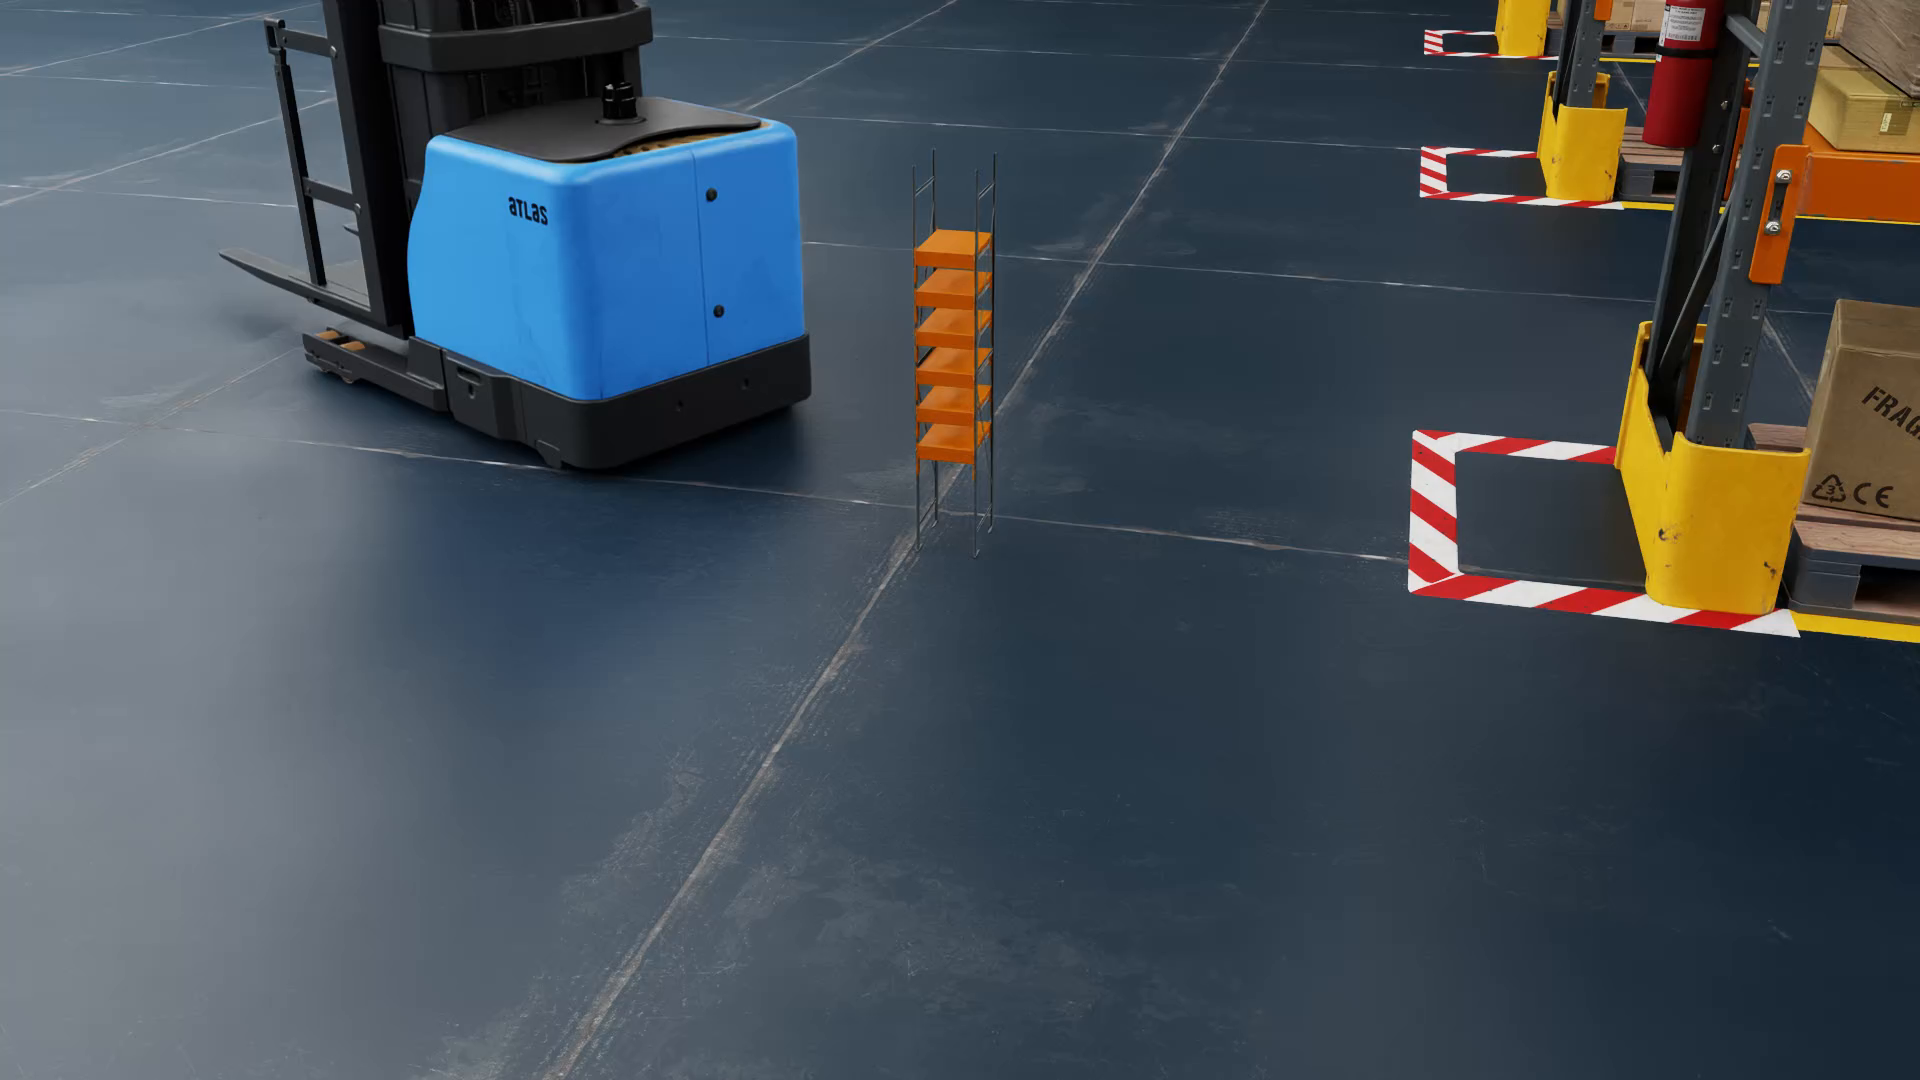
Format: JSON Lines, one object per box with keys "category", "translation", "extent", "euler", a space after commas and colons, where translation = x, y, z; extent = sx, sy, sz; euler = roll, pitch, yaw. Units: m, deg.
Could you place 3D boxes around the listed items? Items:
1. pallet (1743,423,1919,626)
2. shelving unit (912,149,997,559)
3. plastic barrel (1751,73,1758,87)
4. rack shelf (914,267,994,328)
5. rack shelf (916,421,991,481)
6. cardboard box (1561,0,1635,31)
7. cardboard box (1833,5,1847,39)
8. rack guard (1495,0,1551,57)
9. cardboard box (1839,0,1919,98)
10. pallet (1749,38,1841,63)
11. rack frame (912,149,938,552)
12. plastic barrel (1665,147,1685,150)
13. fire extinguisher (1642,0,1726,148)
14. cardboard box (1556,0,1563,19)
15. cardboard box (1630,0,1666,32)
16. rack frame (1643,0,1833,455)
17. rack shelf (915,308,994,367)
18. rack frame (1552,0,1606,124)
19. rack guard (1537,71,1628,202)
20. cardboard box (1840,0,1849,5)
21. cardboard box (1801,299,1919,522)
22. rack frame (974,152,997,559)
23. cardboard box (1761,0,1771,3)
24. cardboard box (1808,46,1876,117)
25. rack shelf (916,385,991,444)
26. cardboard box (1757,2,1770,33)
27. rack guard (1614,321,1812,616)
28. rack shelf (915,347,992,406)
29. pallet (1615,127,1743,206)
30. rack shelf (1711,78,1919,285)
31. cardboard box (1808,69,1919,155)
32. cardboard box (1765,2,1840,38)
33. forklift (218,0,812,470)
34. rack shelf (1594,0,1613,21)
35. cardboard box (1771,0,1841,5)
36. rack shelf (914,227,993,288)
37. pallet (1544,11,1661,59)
{"category": "pallet", "translation": [3.106, -0.030, 5.068], "extent": [1.213, 0.211, 1.003], "euler": [6, 26, 13]}
{"category": "shelving unit", "translation": [-0.014, -0.543, 4.995], "extent": [0.189, 1.200, 0.258], "euler": [6, 26, 13]}
{"category": "plastic barrel", "translation": [4.630, -2.435, 9.281], "extent": [0.421, 0.512, 0.421], "euler": [0, 25, 0]}
{"category": "rack shelf", "translation": [-0.014, -0.720, 4.911], "extent": [0.180, 0.103, 0.258], "euler": [6, 26, 13]}
{"category": "rack shelf", "translation": [-0.014, -0.286, 5.118], "extent": [0.180, 0.103, 0.258], "euler": [6, 26, 13]}
{"category": "cardboard box", "translation": [5.189, -4.321, 13.547], "extent": [0.500, 0.250, 0.500], "euler": [6, 26, 13]}
{"category": "cardboard box", "translation": [7.126, -4.107, 13.096], "extent": [0.500, 0.250, 0.500], "euler": [6, 26, 13]}
{"category": "rack guard", "translation": [4.702, -4.397, 13.904], "extent": [0.348, 0.500, 1.175], "euler": [6, 26, 13]}
{"category": "cardboard box", "translation": [2.780, -1.508, 4.466], "extent": [0.500, 0.500, 0.875], "euler": [6, 26, 13]}
{"category": "pallet", "translation": [6.654, -4.068, 13.549], "extent": [1.213, 0.211, 1.003], "euler": [6, 26, 13]}
{"category": "rack frame", "translation": [-0.103, -0.553, 5.016], "extent": [0.006, 1.200, 0.240], "euler": [6, 26, 13]}
{"category": "plastic barrel", "translation": [4.144, -2.489, 9.394], "extent": [0.421, 0.512, 0.421], "euler": [0, 25, 0]}
{"category": "fire extinguisher", "translation": [2.258, -1.568, 5.145], "extent": [0.183, 0.674, 0.296], "euler": [6, 26, 13]}
{"category": "cardboard box", "translation": [5.318, -4.537, 14.000], "extent": [0.500, 0.250, 0.500], "euler": [6, 26, 13]}
{"category": "cardboard box", "translation": [5.674, -4.269, 13.438], "extent": [0.500, 0.250, 0.500], "euler": [6, 26, 13]}
{"category": "rack frame", "translation": [2.254, -1.399, 4.699], "extent": [0.127, 3.000, 1.000], "euler": [6, 26, 13]}
{"category": "rack shelf", "translation": [-0.014, -0.612, 4.963], "extent": [0.180, 0.103, 0.258], "euler": [6, 26, 13]}
{"category": "rack frame", "translation": [3.488, -3.461, 9.031], "extent": [0.127, 3.000, 1.000], "euler": [6, 26, 13]}
{"category": "rack guard", "translation": [3.573, -2.344, 9.592], "extent": [0.348, 0.500, 1.175], "euler": [6, 26, 13]}
{"category": "cardboard box", "translation": [7.129, -4.450, 12.946], "extent": [0.500, 0.500, 0.500], "euler": [6, 26, 13]}
{"category": "cardboard box", "translation": [2.855, -0.386, 4.991], "extent": [0.500, 0.500, 0.500], "euler": [11, 28, 23]}
{"category": "rack frame", "translation": [0.075, -0.533, 4.975], "extent": [0.006, 1.200, 0.240], "euler": [6, 26, 13]}
{"category": "cardboard box", "translation": [6.161, -4.559, 13.174], "extent": [0.500, 0.500, 0.500], "euler": [6, 26, 13]}
{"category": "cardboard box", "translation": [2.581, -1.341, 4.870], "extent": [0.250, 0.149, 0.380], "euler": [6, 26, 13]}
{"category": "rack shelf", "translation": [-0.014, -0.395, 5.066], "extent": [0.180, 0.103, 0.258], "euler": [6, 26, 13]}
{"category": "cardboard box", "translation": [6.158, -4.215, 13.325], "extent": [0.500, 0.250, 0.500], "euler": [6, 26, 13]}
{"category": "rack guard", "translation": [2.328, -0.262, 5.220], "extent": [0.348, 0.500, 1.175], "euler": [6, 26, 13]}
{"category": "rack shelf", "translation": [-0.014, -0.503, 5.014], "extent": [0.180, 0.103, 0.258], "euler": [6, 26, 13]}
{"category": "pallet", "translation": [4.358, -2.124, 9.467], "extent": [1.213, 0.211, 1.003], "euler": [6, 26, 13]}
{"category": "rack shelf", "translation": [4.191, -0.860, 4.404], "extent": [4.000, 0.370, 1.077], "euler": [6, 26, 13]}
{"category": "cardboard box", "translation": [2.471, -1.156, 4.481], "extent": [0.250, 0.149, 0.380], "euler": [6, 26, 13]}
{"category": "cardboard box", "translation": [6.641, -4.160, 13.208], "extent": [0.500, 0.250, 0.500], "euler": [6, 26, 13]}
{"category": "forklift", "translation": [-1.983, -2.082, 6.214], "extent": [3.031, 2.935, 1.130], "euler": [21, 33, 38]}
{"category": "rack shelf", "translation": [5.425, -2.922, 8.735], "extent": [4.000, 0.370, 1.077], "euler": [6, 26, 13]}
{"category": "cardboard box", "translation": [6.641, -4.498, 13.046], "extent": [0.500, 0.500, 0.500], "euler": [6, 26, 13]}
{"category": "rack shelf", "translation": [-0.014, -0.828, 4.860], "extent": [0.180, 0.103, 0.258], "euler": [6, 26, 13]}
{"category": "pallet", "translation": [5.476, -4.200, 13.825], "extent": [1.213, 0.211, 1.003], "euler": [6, 26, 13]}
